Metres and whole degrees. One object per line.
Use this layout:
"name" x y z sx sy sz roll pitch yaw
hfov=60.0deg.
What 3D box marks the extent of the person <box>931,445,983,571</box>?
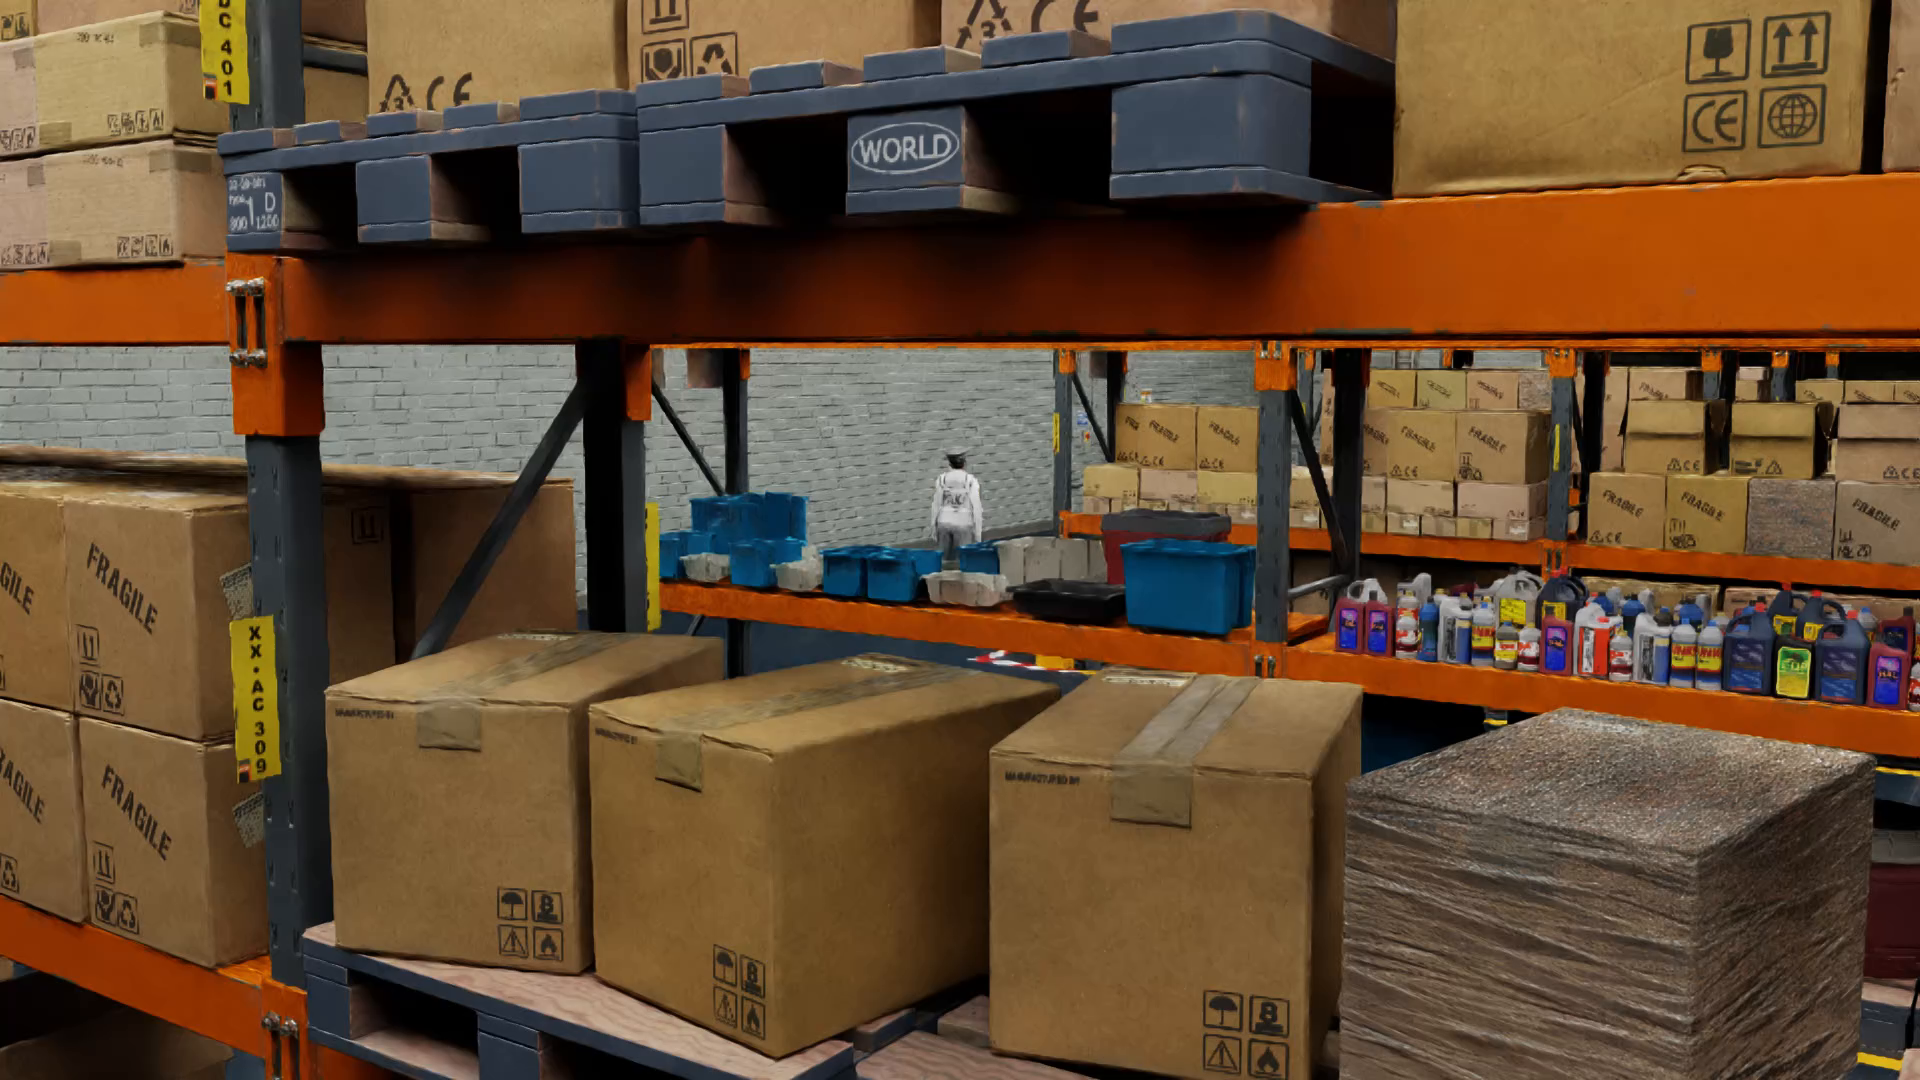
"person" -0.024 -0.105 16.633 0.540 1.686 0.430 2 7 14
